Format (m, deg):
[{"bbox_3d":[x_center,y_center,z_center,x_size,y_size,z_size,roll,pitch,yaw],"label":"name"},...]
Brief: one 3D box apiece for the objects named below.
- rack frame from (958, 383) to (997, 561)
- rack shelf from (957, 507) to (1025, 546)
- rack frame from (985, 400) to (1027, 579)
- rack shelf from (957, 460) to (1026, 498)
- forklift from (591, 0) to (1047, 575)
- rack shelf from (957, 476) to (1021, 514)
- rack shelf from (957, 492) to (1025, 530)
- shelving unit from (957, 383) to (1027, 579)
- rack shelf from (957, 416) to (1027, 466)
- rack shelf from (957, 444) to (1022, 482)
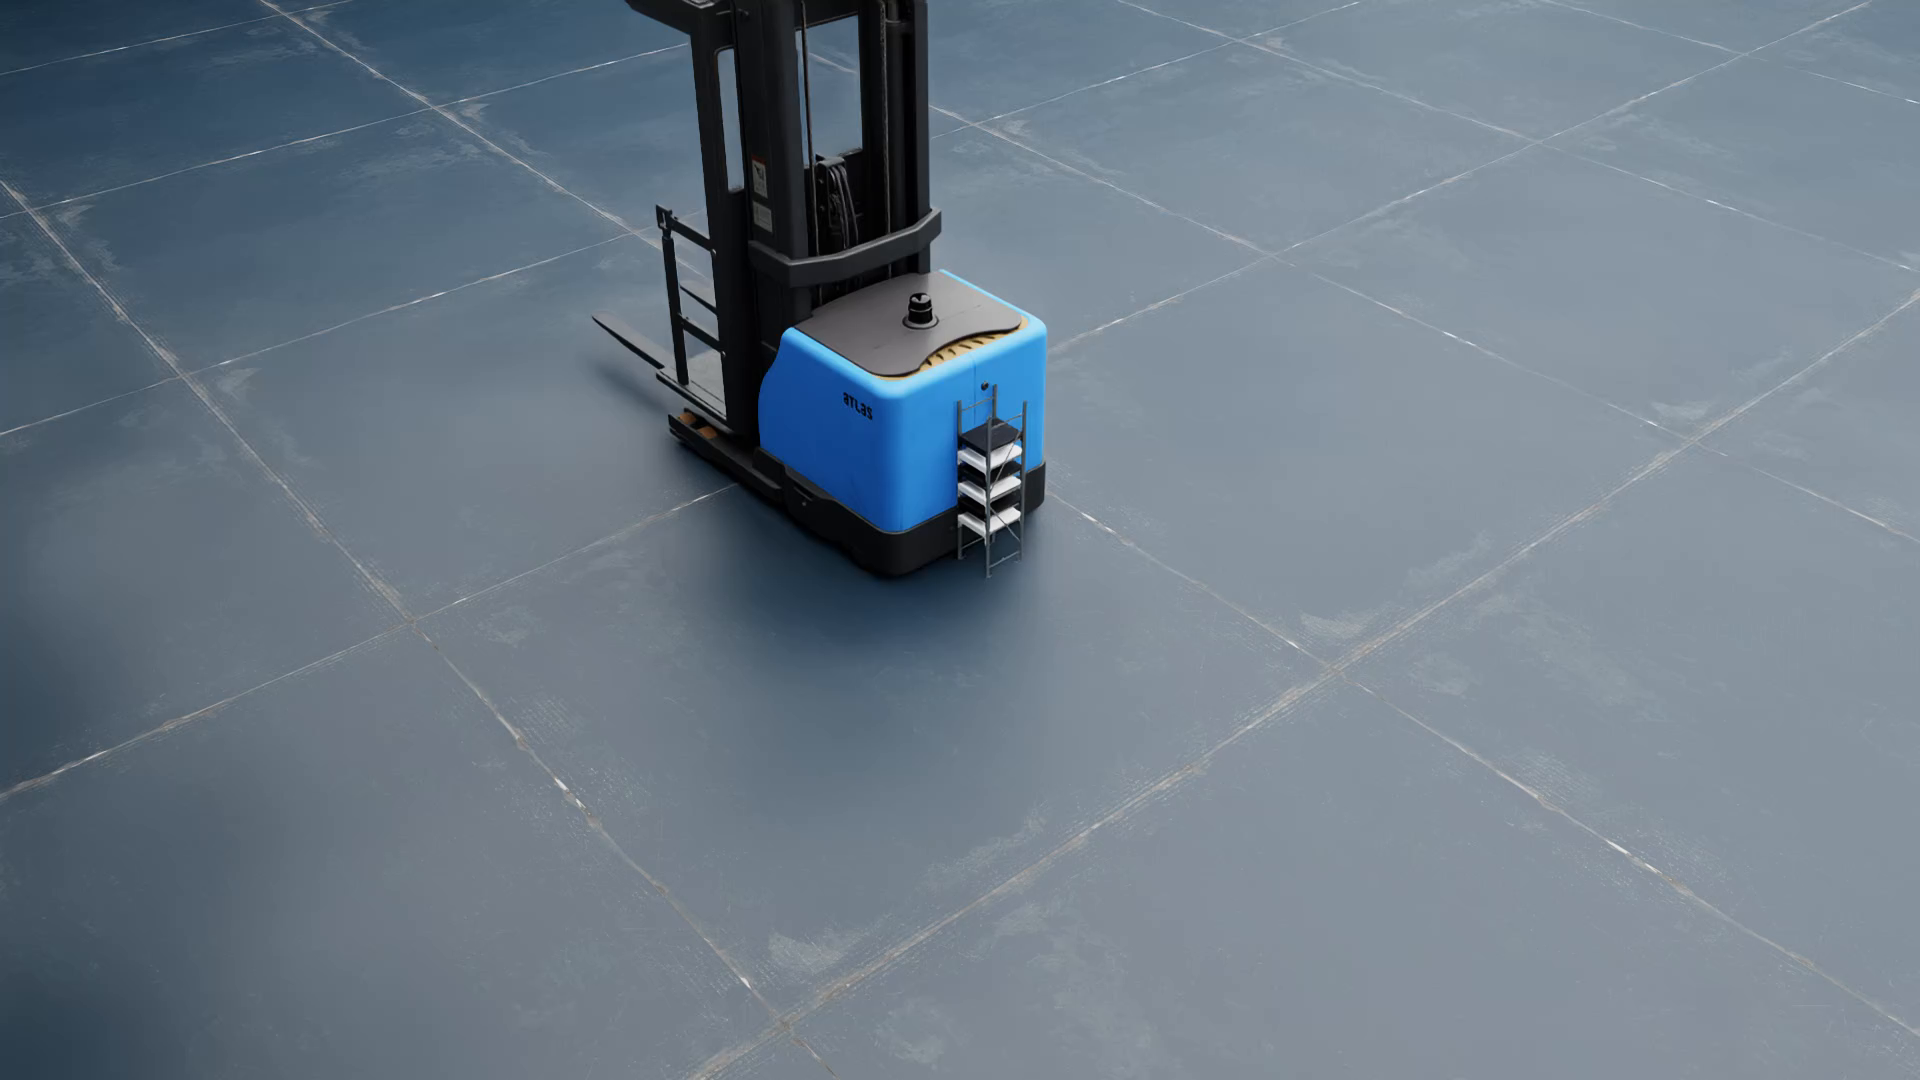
[{"bbox_3d":[0.081,-0.313,7.913,0.240,0.900,0.006,-27,43,-32],"label":"rack frame"},{"bbox_3d":[0.148,-0.094,7.974,0.258,0.077,0.200,-27,43,-32],"label":"rack shelf"},{"bbox_3d":[0.215,-0.224,7.788,0.240,0.900,0.006,-27,43,-32],"label":"rack frame"},{"bbox_3d":[0.148,-0.315,7.818,0.258,0.077,0.200,-27,43,-32],"label":"rack shelf"},{"bbox_3d":[-0.917,-1.805,8.263,1.130,2.935,3.031,-27,43,-32],"label":"forklift"},{"bbox_3d":[0.148,-0.241,7.870,0.258,0.077,0.200,-27,43,-32],"label":"rack shelf"},{"bbox_3d":[0.148,-0.168,7.922,0.258,0.077,0.200,-27,43,-32],"label":"rack shelf"},{"bbox_3d":[0.148,-0.268,7.850,0.258,0.900,0.210,-27,43,-32],"label":"shelving unit"},{"bbox_3d":[0.148,-0.462,7.714,0.258,0.077,0.200,-27,43,-32],"label":"rack shelf"},{"bbox_3d":[0.148,-0.388,7.766,0.258,0.077,0.200,-27,43,-32],"label":"rack shelf"}]
